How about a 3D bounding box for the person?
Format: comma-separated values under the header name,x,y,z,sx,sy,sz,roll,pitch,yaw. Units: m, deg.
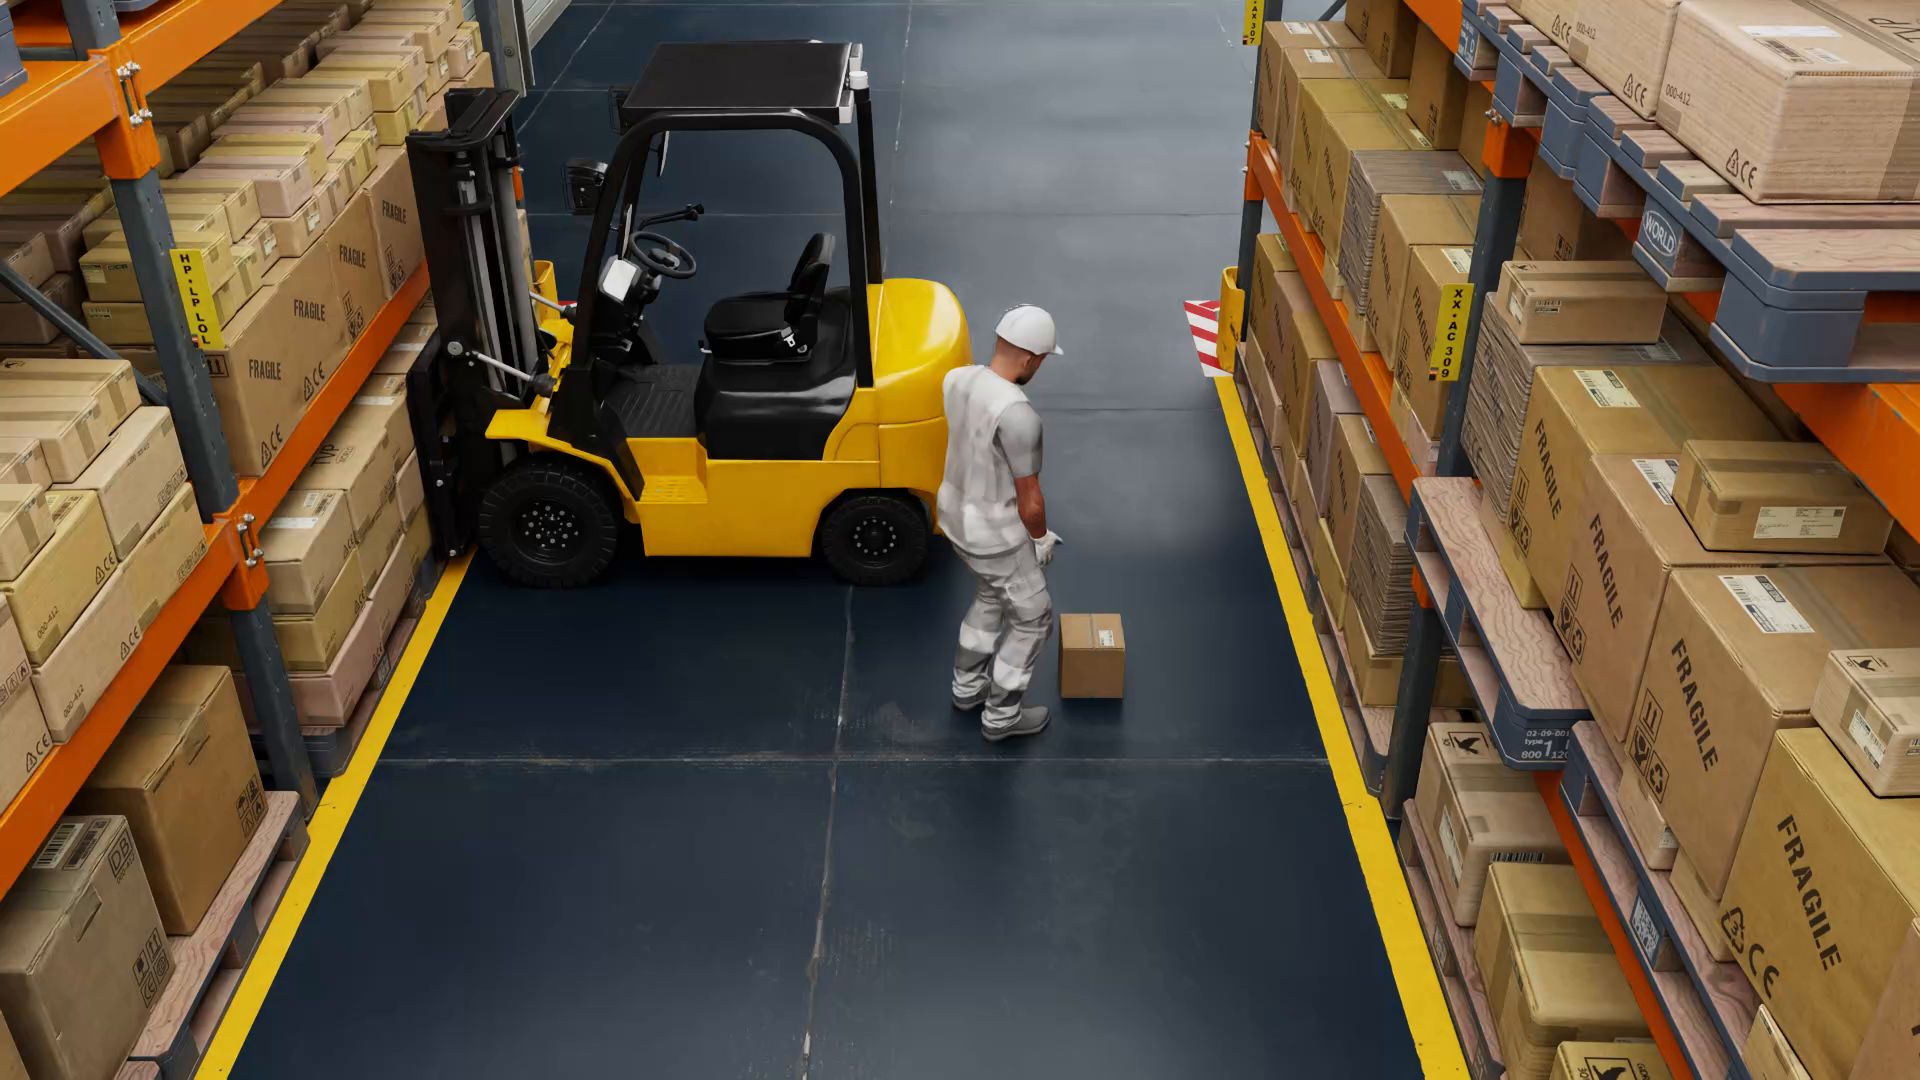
name,x,y,z,sx,sy,sz,roll,pitch,yaw
person,0.155,-0.061,6.276,0.477,1.724,0.547,-15,34,-24
